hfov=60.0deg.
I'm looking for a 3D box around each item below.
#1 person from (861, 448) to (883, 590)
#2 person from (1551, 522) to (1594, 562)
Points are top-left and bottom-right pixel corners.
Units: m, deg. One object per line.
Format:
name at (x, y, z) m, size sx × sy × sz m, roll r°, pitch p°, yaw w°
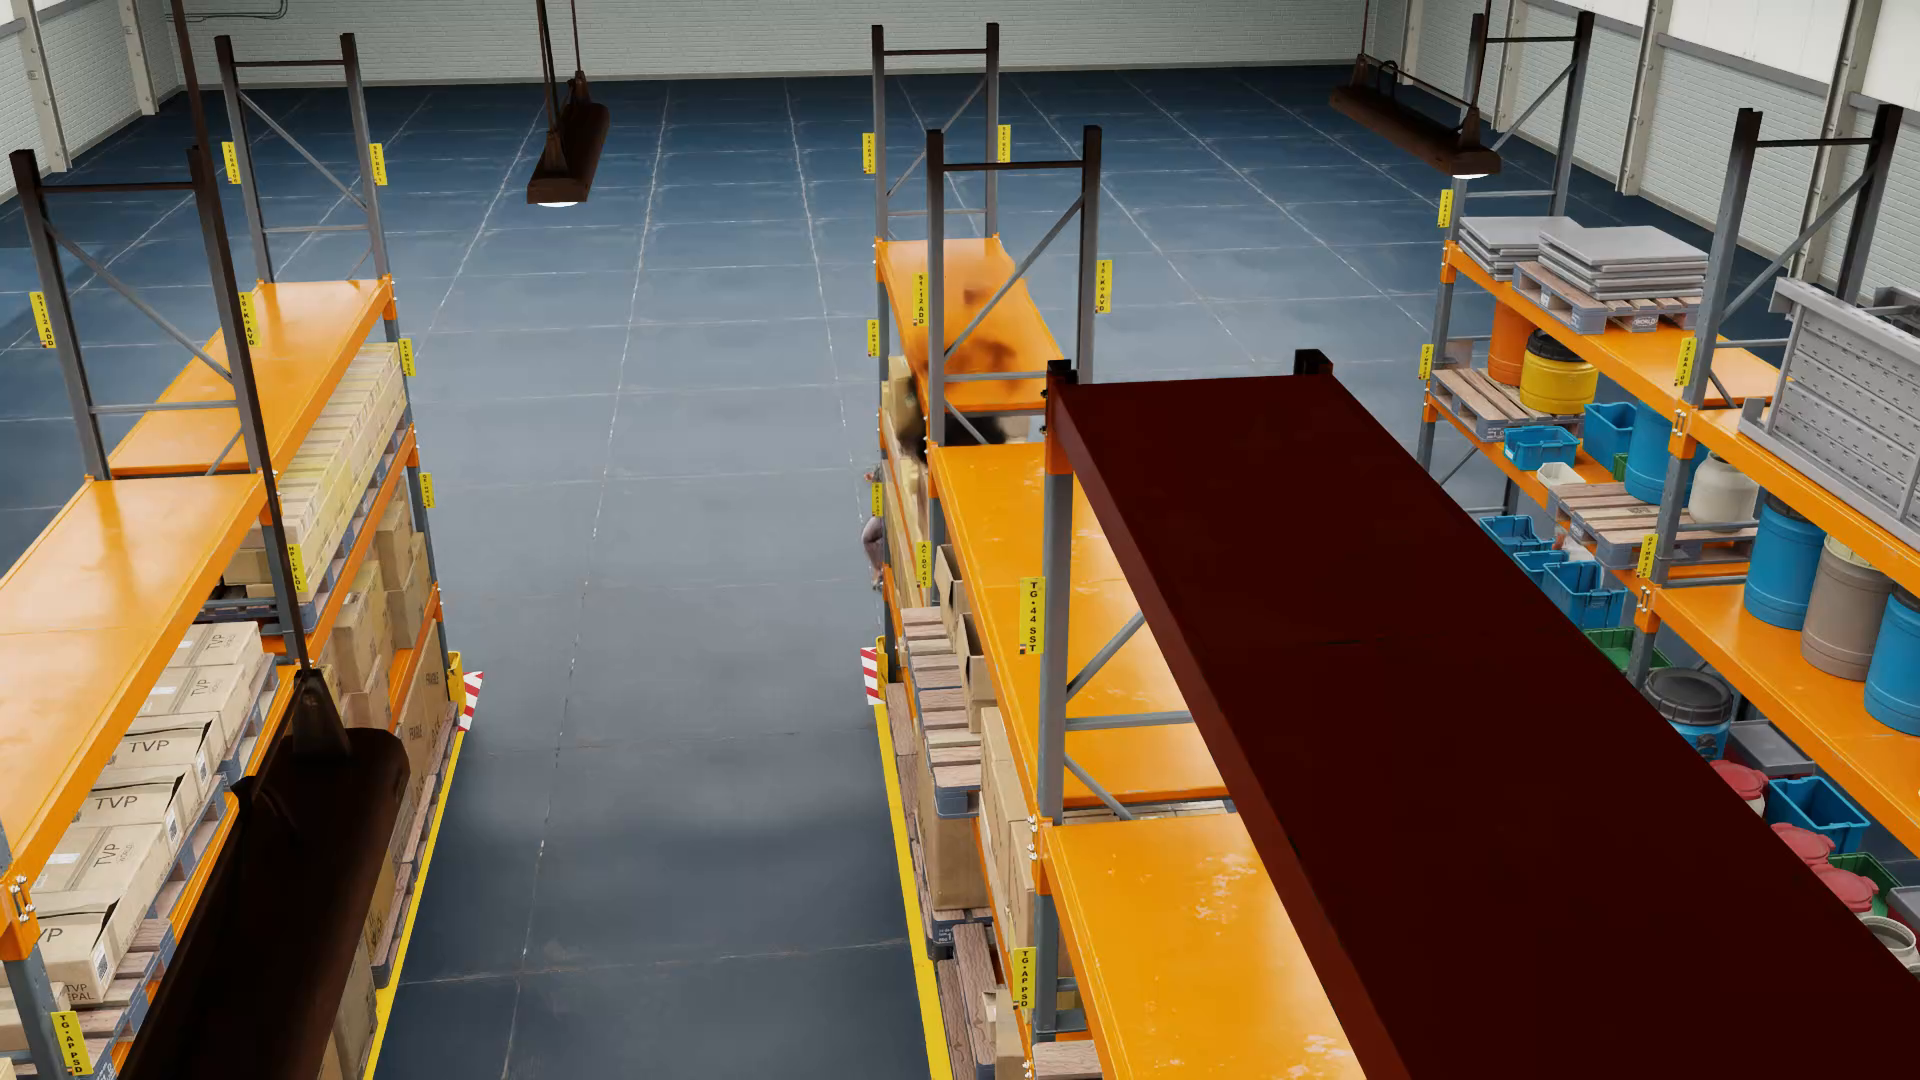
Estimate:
person at (-0.674, -0.222, 16.991) m, size 0.883 × 1.758 × 0.664 m, roll 18°, pitch 31°, yaw 33°
person at (5.952, 0.185, 16.123) m, size 0.678 × 1.774 × 0.701 m, roll -12°, pitch 28°, yaw -23°
